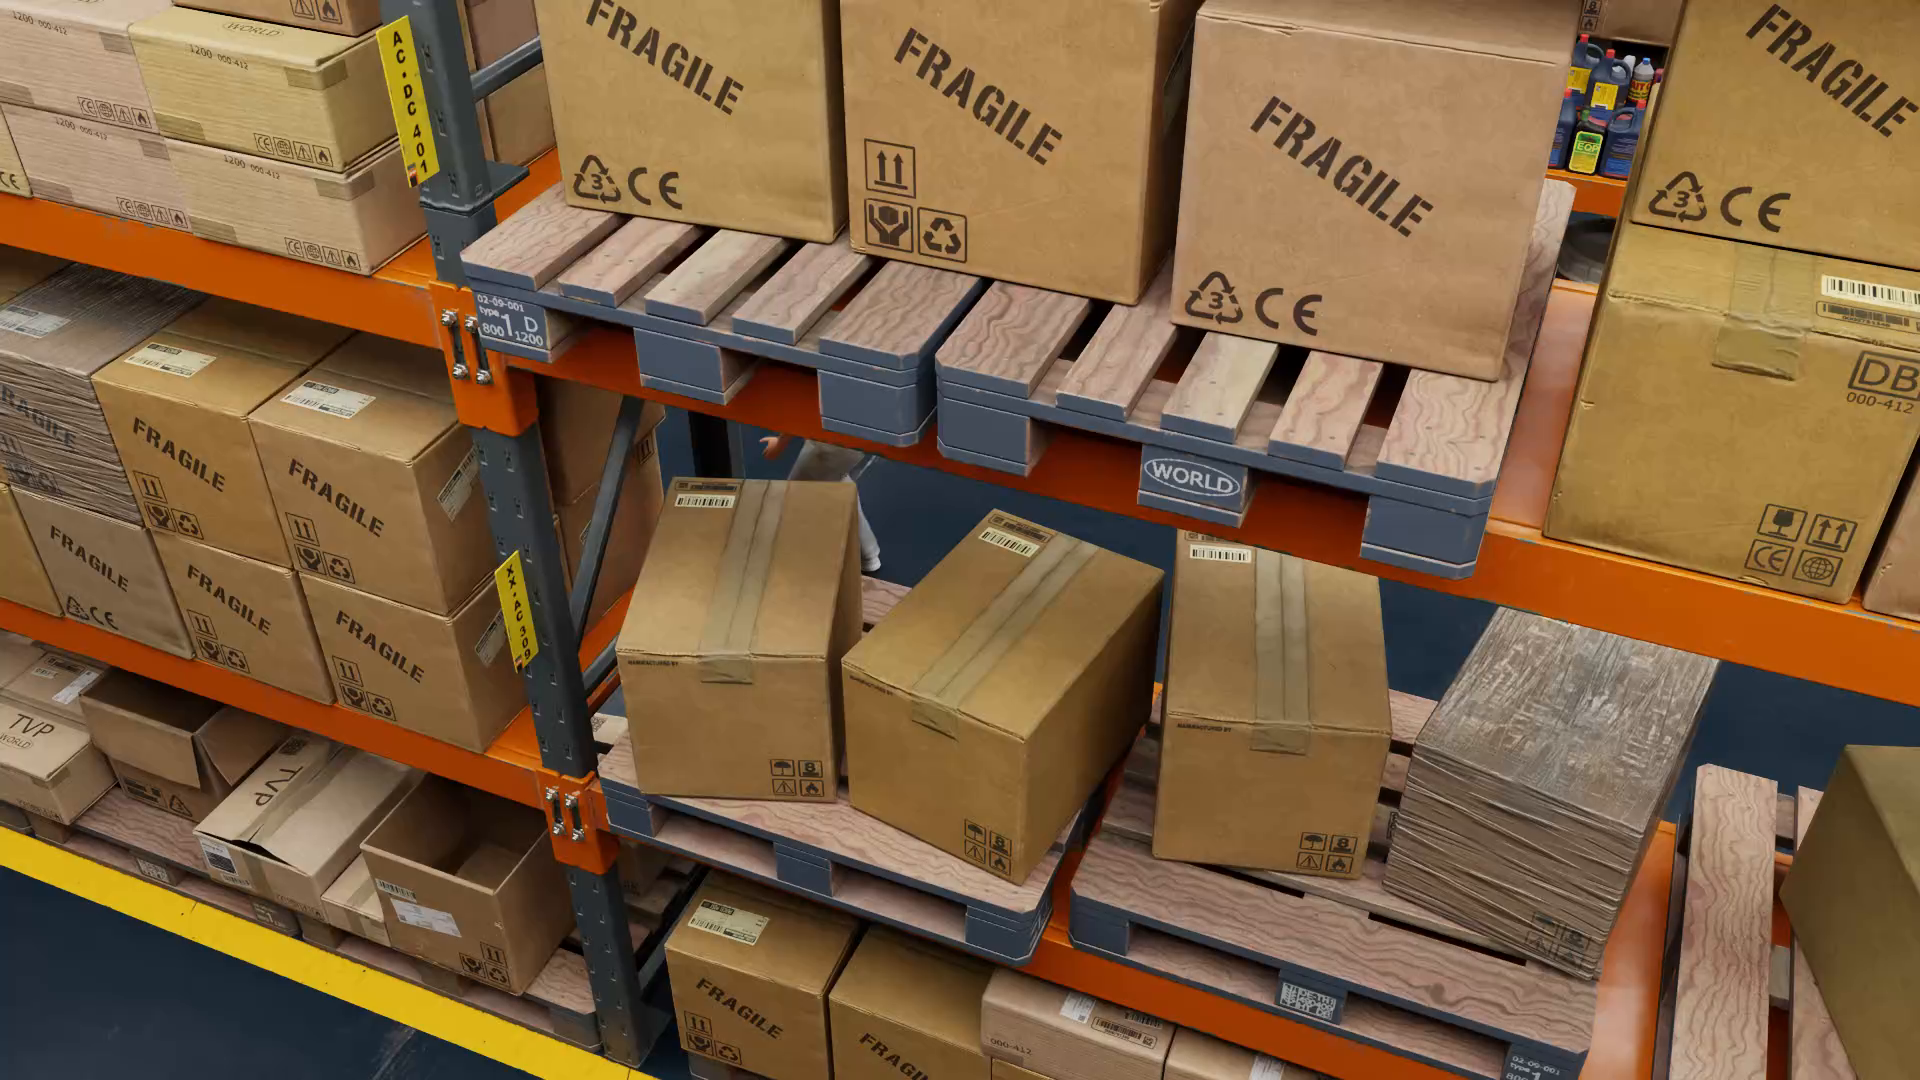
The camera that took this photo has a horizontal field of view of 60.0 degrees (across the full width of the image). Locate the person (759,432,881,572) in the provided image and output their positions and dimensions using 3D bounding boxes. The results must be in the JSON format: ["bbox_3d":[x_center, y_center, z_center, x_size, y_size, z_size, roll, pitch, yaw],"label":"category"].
[{"bbox_3d":[-0.566,-0.448,6.825,0.467,1.573,0.475,15,40,19],"label":"person"}]
